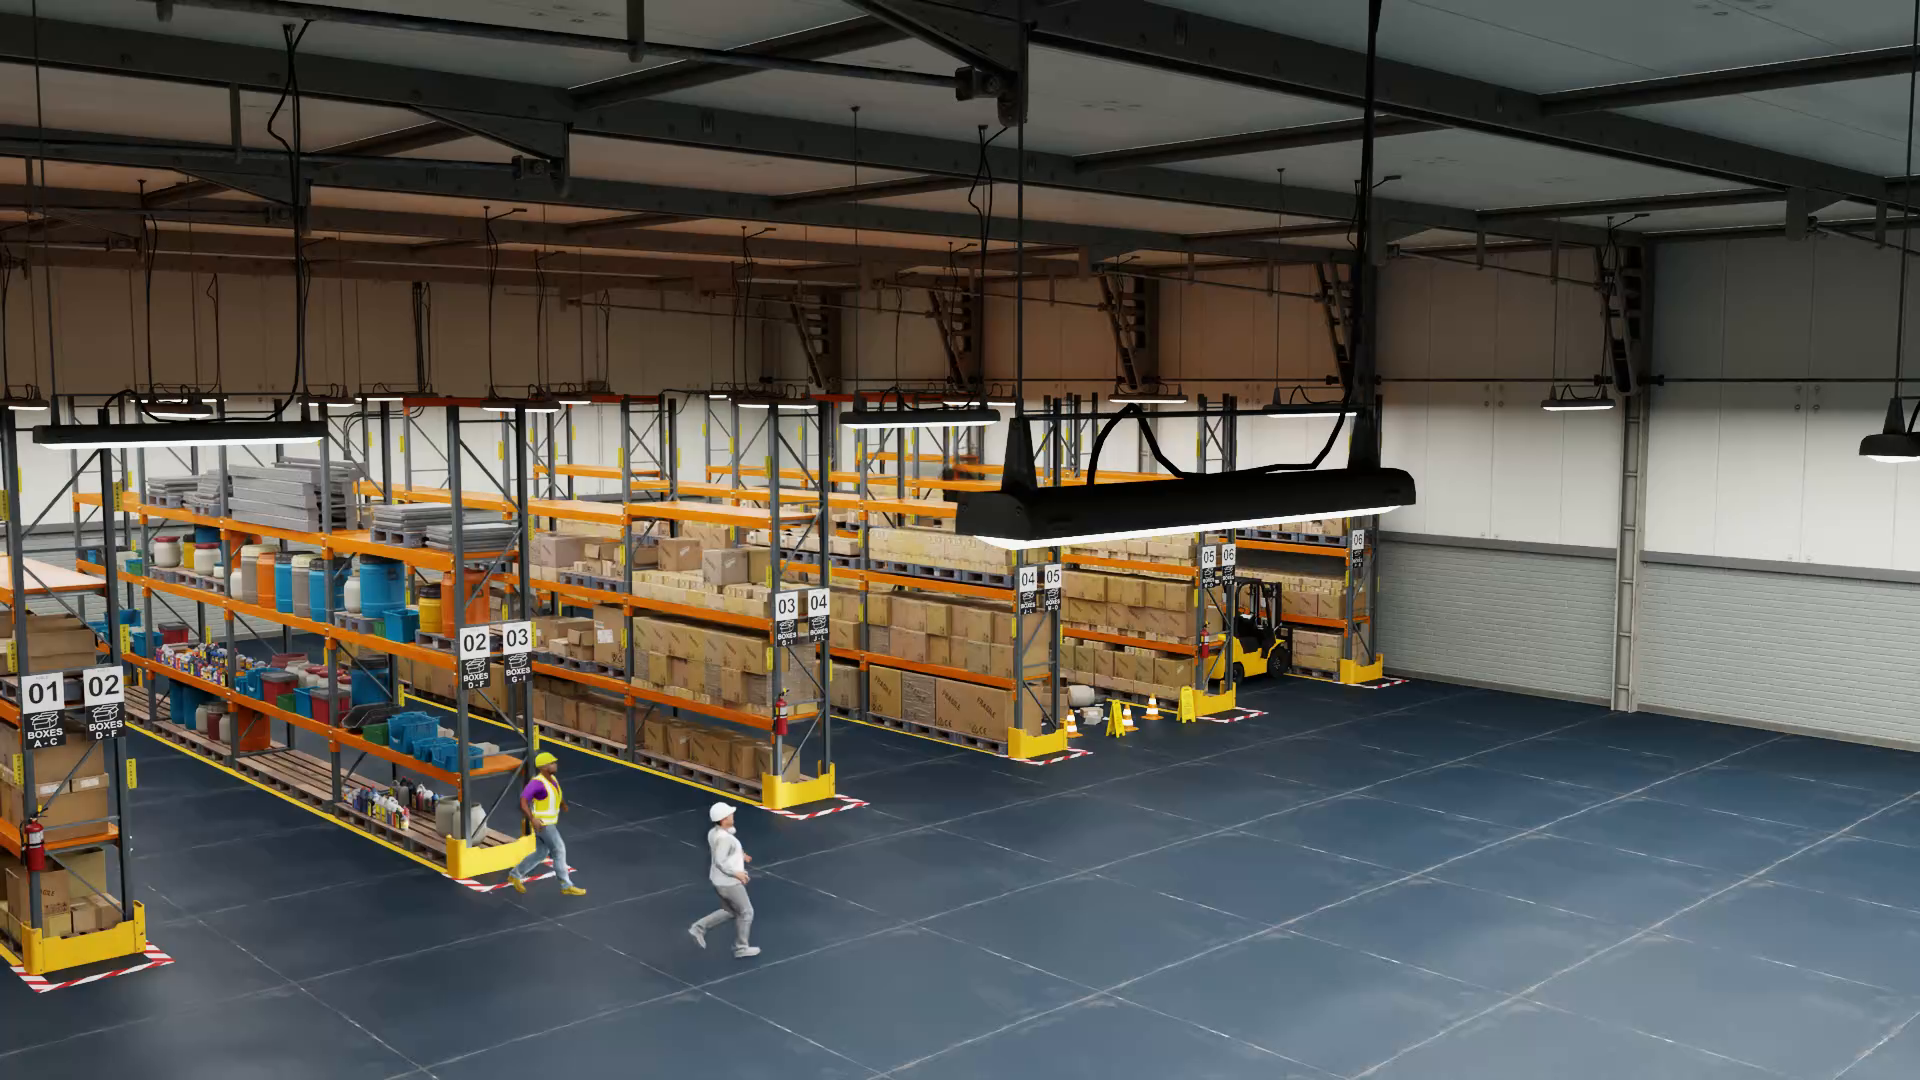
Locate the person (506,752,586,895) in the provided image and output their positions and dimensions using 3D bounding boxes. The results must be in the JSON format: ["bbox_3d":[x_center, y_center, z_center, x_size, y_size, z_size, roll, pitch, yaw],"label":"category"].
[{"bbox_3d":[-5.066,3.454,20.344,0.969,1.743,0.691,0,6,-3],"label":"person"}]

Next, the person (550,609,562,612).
[{"bbox_3d":[-8.161,2.199,33.769,0.652,1.773,0.679,5,8,43],"label":"person"}]

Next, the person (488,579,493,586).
[{"bbox_3d":[-11.056,1.711,38.674,0.686,1.772,0.913,0,6,4],"label":"person"}]

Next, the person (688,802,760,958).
[{"bbox_3d":[-2.568,3.716,18.140,0.779,1.736,0.667,-2,6,-22],"label":"person"}]
